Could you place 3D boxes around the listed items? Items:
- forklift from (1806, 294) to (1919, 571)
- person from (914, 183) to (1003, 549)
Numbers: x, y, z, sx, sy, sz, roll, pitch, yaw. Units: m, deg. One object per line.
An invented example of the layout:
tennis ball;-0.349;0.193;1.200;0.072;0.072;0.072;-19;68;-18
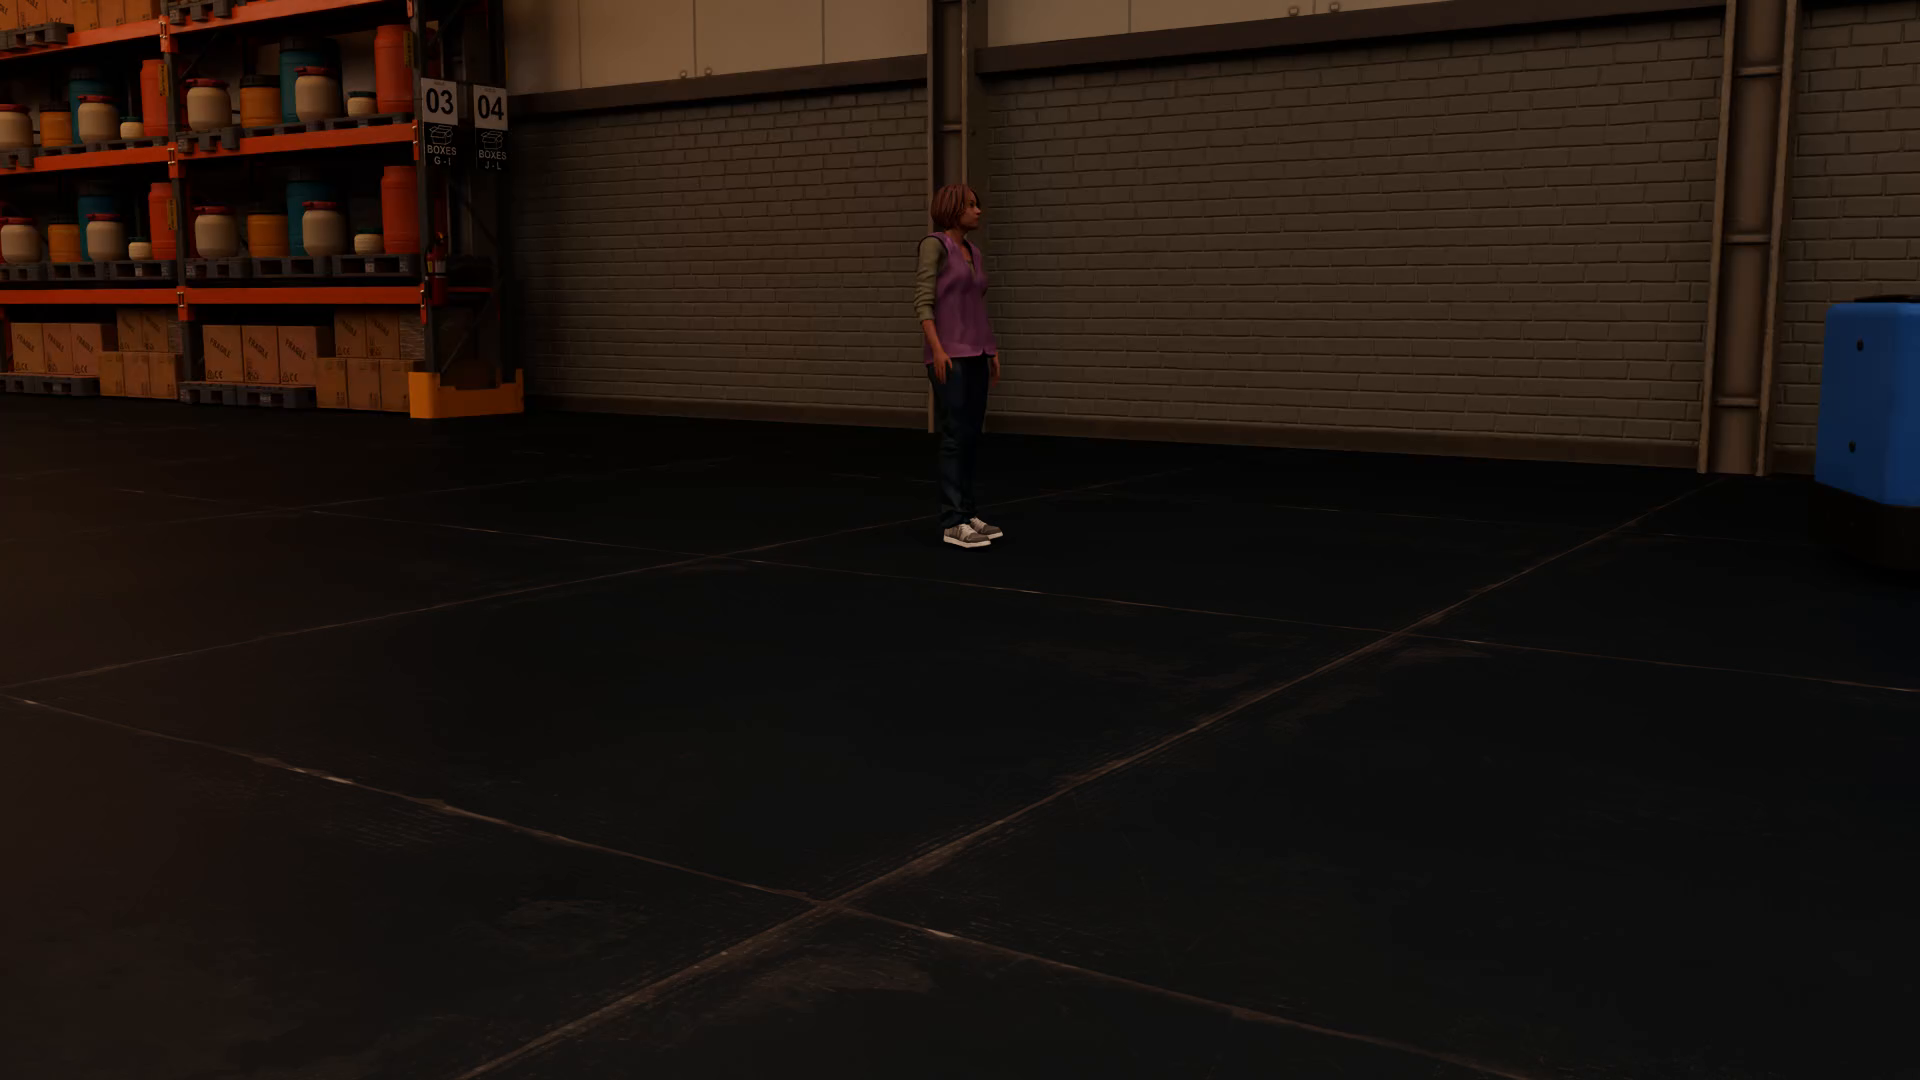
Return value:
forklift;5.081;-1.298;6.320;3.031;2.935;1.130;2;8;11
person;0.053;-0.791;7.438;0.476;1.597;0.520;5;10;34
